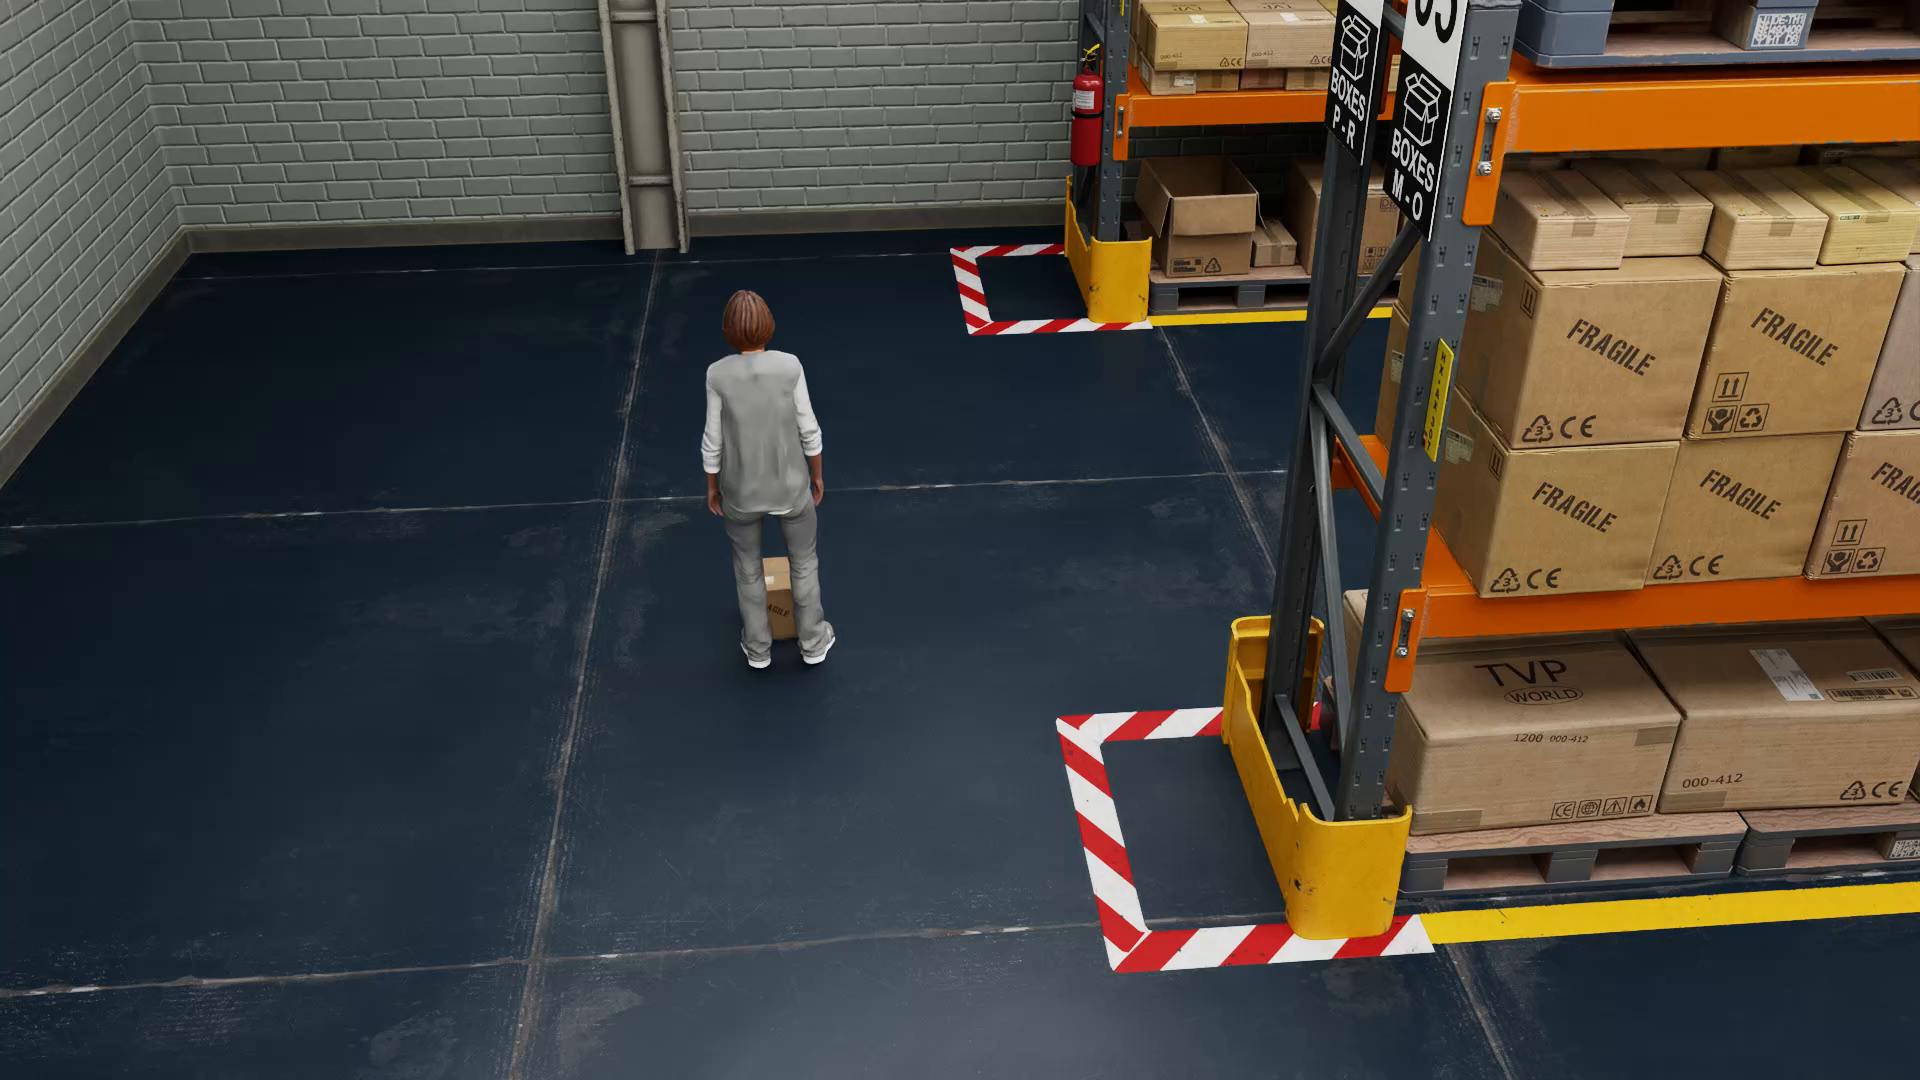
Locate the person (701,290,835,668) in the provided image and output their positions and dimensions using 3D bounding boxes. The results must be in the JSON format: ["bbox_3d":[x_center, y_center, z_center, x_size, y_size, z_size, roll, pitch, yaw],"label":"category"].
[{"bbox_3d":[-0.751,-0.198,6.469,0.480,1.592,0.346,-5,32,-7],"label":"person"}]
